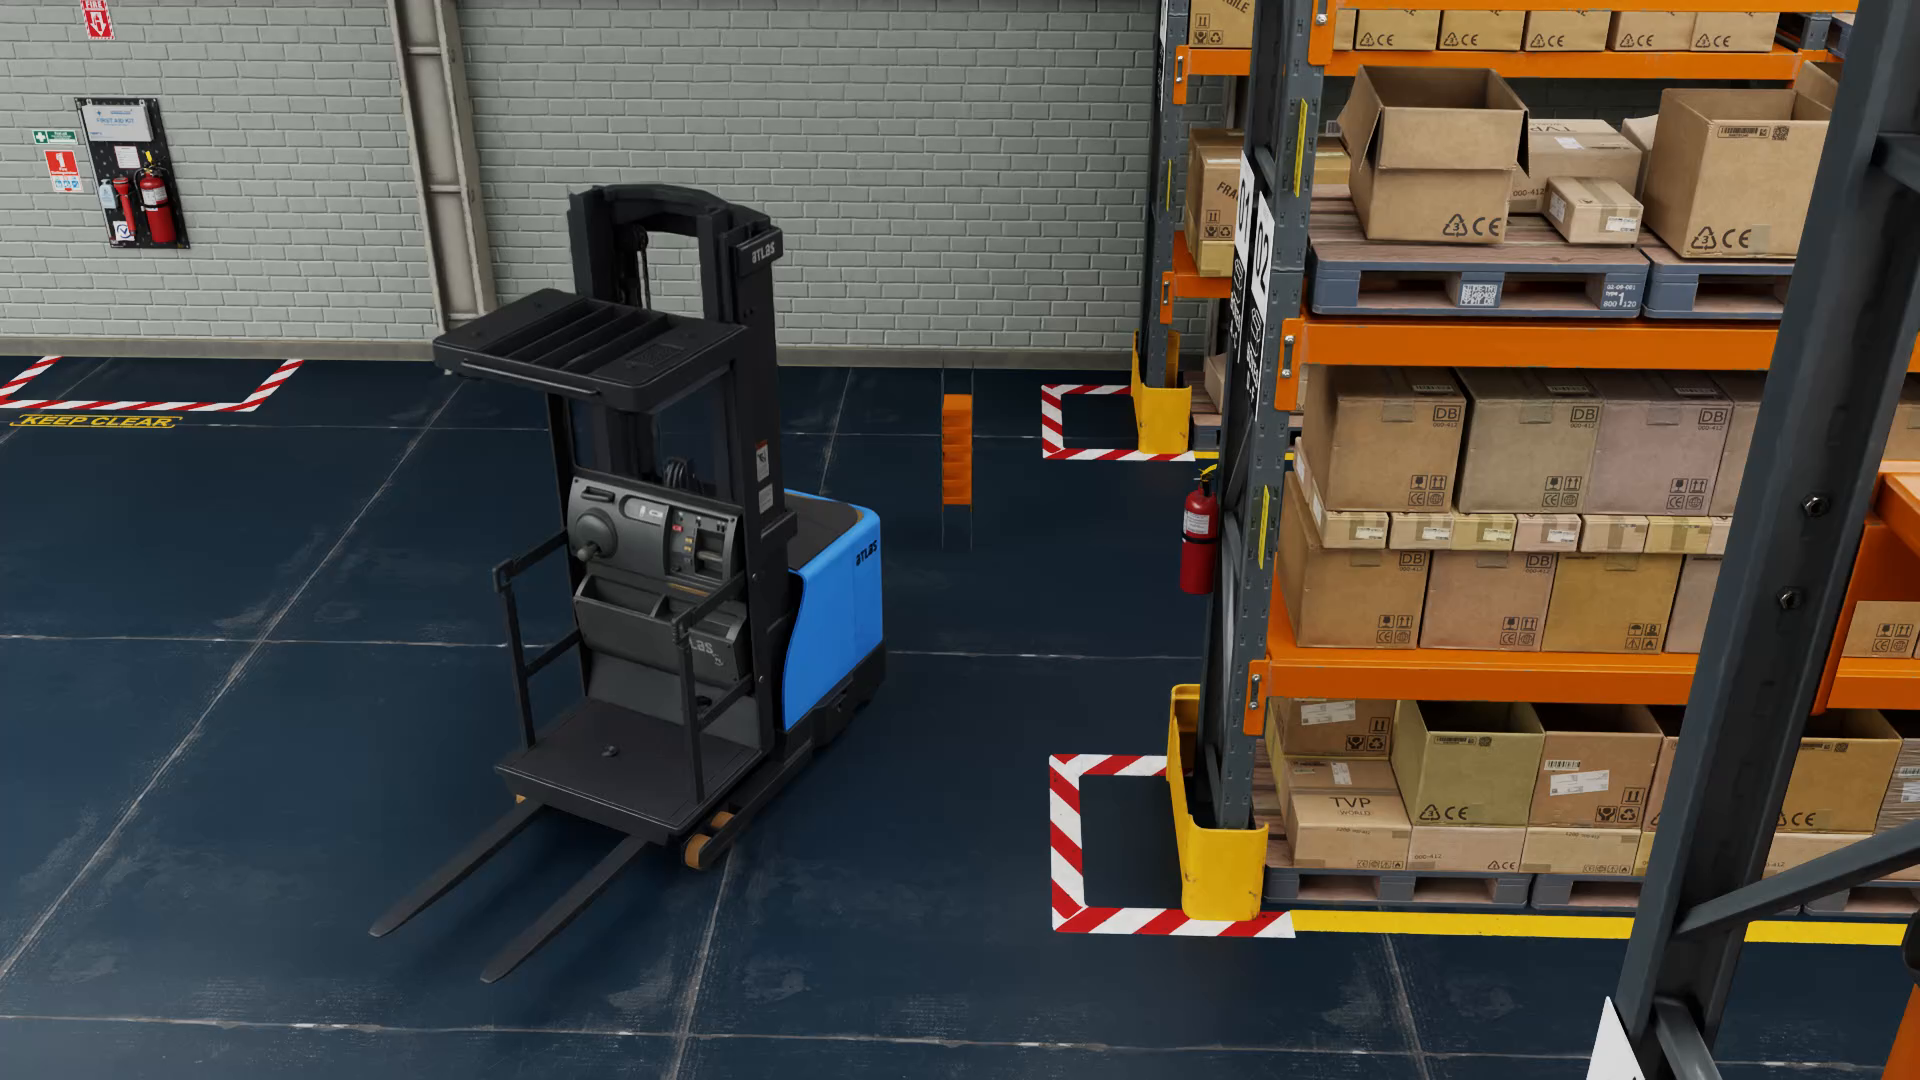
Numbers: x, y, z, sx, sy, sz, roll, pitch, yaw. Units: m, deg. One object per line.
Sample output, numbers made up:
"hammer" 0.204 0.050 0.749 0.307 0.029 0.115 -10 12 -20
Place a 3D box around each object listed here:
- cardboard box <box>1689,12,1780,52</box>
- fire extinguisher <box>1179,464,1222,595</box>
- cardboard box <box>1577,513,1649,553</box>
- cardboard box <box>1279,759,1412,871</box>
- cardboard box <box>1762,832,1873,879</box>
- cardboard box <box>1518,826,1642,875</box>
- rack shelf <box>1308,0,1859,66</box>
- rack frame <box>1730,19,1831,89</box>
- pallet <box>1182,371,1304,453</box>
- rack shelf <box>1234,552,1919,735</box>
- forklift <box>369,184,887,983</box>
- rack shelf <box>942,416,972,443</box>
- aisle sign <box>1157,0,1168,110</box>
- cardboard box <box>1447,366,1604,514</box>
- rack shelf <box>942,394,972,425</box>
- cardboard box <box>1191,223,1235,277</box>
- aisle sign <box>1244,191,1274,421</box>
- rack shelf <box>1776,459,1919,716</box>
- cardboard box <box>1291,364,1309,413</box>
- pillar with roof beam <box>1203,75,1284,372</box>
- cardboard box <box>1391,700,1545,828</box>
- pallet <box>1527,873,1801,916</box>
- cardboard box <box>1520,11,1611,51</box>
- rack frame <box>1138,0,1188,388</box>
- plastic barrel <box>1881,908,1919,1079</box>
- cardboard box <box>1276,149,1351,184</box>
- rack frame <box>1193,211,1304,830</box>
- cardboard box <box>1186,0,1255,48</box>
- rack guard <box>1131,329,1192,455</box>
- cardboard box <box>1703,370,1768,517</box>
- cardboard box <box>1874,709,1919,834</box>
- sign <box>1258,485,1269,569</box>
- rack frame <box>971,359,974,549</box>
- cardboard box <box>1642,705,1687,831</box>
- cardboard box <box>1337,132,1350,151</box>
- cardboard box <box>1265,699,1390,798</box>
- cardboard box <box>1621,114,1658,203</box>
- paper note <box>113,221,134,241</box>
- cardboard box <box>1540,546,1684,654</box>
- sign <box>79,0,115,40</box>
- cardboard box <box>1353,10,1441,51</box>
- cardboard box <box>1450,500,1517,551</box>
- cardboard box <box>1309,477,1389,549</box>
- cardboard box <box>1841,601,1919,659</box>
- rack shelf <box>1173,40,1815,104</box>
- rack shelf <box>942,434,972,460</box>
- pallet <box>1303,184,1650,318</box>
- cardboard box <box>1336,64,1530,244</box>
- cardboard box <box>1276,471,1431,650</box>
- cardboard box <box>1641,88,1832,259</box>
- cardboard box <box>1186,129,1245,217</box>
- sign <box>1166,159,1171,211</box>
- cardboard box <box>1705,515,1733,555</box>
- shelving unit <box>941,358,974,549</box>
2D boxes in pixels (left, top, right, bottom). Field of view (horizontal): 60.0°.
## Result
"cardboard box" 4.875 -3.415 10.585 0.500 0.500 0.500 2 28 3
"fire extinguisher" 1.121 -0.077 7.701 0.183 0.674 0.296 1 28 2
"cardboard box" 2.639 -0.099 6.860 0.250 0.149 0.380 0 28 0
"cardboard box" 1.751 1.251 7.601 0.500 0.250 0.500 1 28 2
"cardboard box" 3.749 1.284 7.538 0.500 0.250 0.500 1 28 2
"cardboard box" 2.750 1.266 7.573 0.500 0.250 0.500 1 28 2
"rack shelf" 3.221 -2.015 6.063 4.000 0.370 1.077 1 28 2
"rack frame" 5.391 -2.144 11.518 0.127 3.000 1.000 1 28 2
"pallet" 2.280 -0.947 12.237 1.213 0.211 1.003 1 28 2
"rack shelf" 3.221 0.459 7.375 4.000 0.370 1.077 1 28 2
"forklift" -1.523 0.008 7.530 1.130 2.935 3.031 13 31 24
"rack shelf" -0.014 -0.703 10.303 0.180 0.103 0.258 1 28 2
"aisle sign" 1.311 -3.220 10.771 0.004 0.787 0.394 1 28 2
"cardboard box" 2.267 -0.488 6.902 0.500 0.500 0.700 0 28 0
"rack shelf" -0.014 -0.809 10.247 0.180 0.103 0.258 1 28 2
"cardboard box" 1.870 -1.996 11.378 0.500 0.250 0.500 0 28 0
"aisle sign" 1.146 -0.898 6.391 0.004 0.787 0.394 1 28 2
"rack shelf" 3.043 0.304 1.690 4.000 0.370 1.077 1 28 2
"cardboard box" 2.652 -1.154 12.051 0.500 0.311 0.500 3 28 6
"pillar with roof beam" 1.972 -3.239 7.178 0.400 9.000 9.100 1 28 2
"cardboard box" 2.250 0.927 7.412 0.500 0.500 0.500 1 28 2
"pallet" 3.204 1.355 7.894 1.213 0.211 1.003 1 28 2
"cardboard box" 3.818 -3.421 10.596 0.500 0.500 0.500 0 28 0
"rack frame" 1.394 -2.211 11.643 0.127 3.000 1.000 1 28 2
"plastic barrel" 1.534 0.675 2.091 0.708 0.830 0.600 1 28 2
"cardboard box" 2.354 -2.323 11.193 0.500 0.500 0.500 1 28 2
"rack frame" 1.222 0.108 7.269 0.127 3.000 1.000 1 28 2
"cardboard box" 1.719 -3.466 10.681 0.500 0.500 0.500 2 28 3
"rack guard" 1.469 -1.105 12.226 0.348 0.500 1.175 1 28 2
"cardboard box" 3.272 -0.472 6.872 0.500 0.500 0.700 1 28 2
"cardboard box" 4.249 0.953 7.361 0.500 0.500 0.500 1 28 2
"sign" 1.197 -0.050 6.557 0.005 0.325 0.100 1 28 2
"rack frame" 0.077 -0.529 10.392 0.006 1.200 0.240 1 28 2
"cardboard box" 3.249 0.945 7.376 0.500 0.500 0.500 1 28 2
"cardboard box" 2.892 -2.557 11.634 0.500 0.500 0.500 0 28 0
"cardboard box" 1.769 1.008 8.058 0.500 0.250 0.500 1 28 2
"cardboard box" 2.938 -1.520 6.635 0.500 0.311 0.500 4 28 8
"paper note" -6.515 -2.408 12.955 0.142 0.148 0.016 1 28 2
"cardboard box" 2.710 0.095 7.187 0.500 0.500 0.700 1 28 2
"sign" -6.346 -3.833 12.228 0.199 0.298 0.001 1 28 2
"cardboard box" 2.773 -3.434 10.620 0.500 0.500 0.500 2 28 4
"cardboard box" 2.120 -0.107 6.876 0.250 0.149 0.380 1 28 2
"cardboard box" 1.607 -0.115 6.891 0.250 0.149 0.380 1 28 1
"cardboard box" 3.748 0.110 7.159 0.500 0.500 0.700 1 28 3
"rack shelf" 3.392 -3.185 11.046 4.000 0.370 1.077 1 28 2
"rack shelf" -0.014 -0.597 10.359 0.180 0.103 0.258 1 28 2
"pallet" 1.928 -1.154 6.542 1.213 0.211 1.003 1 28 2
"cardboard box" 1.797 -1.499 6.389 0.637 0.503 0.797 3 28 5
"cardboard box" 1.689 0.078 7.219 0.500 0.500 0.700 1 28 2
"cardboard box" 2.872 -1.353 6.118 0.500 0.500 0.500 1 28 2
"cardboard box" 1.872 -2.576 11.671 0.500 0.500 0.500 1 28 1
"sign" 1.375 -2.339 10.961 0.005 0.325 0.100 1 28 2
"cardboard box" 3.143 -0.089 6.842 0.250 0.149 0.380 1 28 2
"shelving unit" -0.014 -0.530 10.395 0.189 1.200 0.258 1 28 2
